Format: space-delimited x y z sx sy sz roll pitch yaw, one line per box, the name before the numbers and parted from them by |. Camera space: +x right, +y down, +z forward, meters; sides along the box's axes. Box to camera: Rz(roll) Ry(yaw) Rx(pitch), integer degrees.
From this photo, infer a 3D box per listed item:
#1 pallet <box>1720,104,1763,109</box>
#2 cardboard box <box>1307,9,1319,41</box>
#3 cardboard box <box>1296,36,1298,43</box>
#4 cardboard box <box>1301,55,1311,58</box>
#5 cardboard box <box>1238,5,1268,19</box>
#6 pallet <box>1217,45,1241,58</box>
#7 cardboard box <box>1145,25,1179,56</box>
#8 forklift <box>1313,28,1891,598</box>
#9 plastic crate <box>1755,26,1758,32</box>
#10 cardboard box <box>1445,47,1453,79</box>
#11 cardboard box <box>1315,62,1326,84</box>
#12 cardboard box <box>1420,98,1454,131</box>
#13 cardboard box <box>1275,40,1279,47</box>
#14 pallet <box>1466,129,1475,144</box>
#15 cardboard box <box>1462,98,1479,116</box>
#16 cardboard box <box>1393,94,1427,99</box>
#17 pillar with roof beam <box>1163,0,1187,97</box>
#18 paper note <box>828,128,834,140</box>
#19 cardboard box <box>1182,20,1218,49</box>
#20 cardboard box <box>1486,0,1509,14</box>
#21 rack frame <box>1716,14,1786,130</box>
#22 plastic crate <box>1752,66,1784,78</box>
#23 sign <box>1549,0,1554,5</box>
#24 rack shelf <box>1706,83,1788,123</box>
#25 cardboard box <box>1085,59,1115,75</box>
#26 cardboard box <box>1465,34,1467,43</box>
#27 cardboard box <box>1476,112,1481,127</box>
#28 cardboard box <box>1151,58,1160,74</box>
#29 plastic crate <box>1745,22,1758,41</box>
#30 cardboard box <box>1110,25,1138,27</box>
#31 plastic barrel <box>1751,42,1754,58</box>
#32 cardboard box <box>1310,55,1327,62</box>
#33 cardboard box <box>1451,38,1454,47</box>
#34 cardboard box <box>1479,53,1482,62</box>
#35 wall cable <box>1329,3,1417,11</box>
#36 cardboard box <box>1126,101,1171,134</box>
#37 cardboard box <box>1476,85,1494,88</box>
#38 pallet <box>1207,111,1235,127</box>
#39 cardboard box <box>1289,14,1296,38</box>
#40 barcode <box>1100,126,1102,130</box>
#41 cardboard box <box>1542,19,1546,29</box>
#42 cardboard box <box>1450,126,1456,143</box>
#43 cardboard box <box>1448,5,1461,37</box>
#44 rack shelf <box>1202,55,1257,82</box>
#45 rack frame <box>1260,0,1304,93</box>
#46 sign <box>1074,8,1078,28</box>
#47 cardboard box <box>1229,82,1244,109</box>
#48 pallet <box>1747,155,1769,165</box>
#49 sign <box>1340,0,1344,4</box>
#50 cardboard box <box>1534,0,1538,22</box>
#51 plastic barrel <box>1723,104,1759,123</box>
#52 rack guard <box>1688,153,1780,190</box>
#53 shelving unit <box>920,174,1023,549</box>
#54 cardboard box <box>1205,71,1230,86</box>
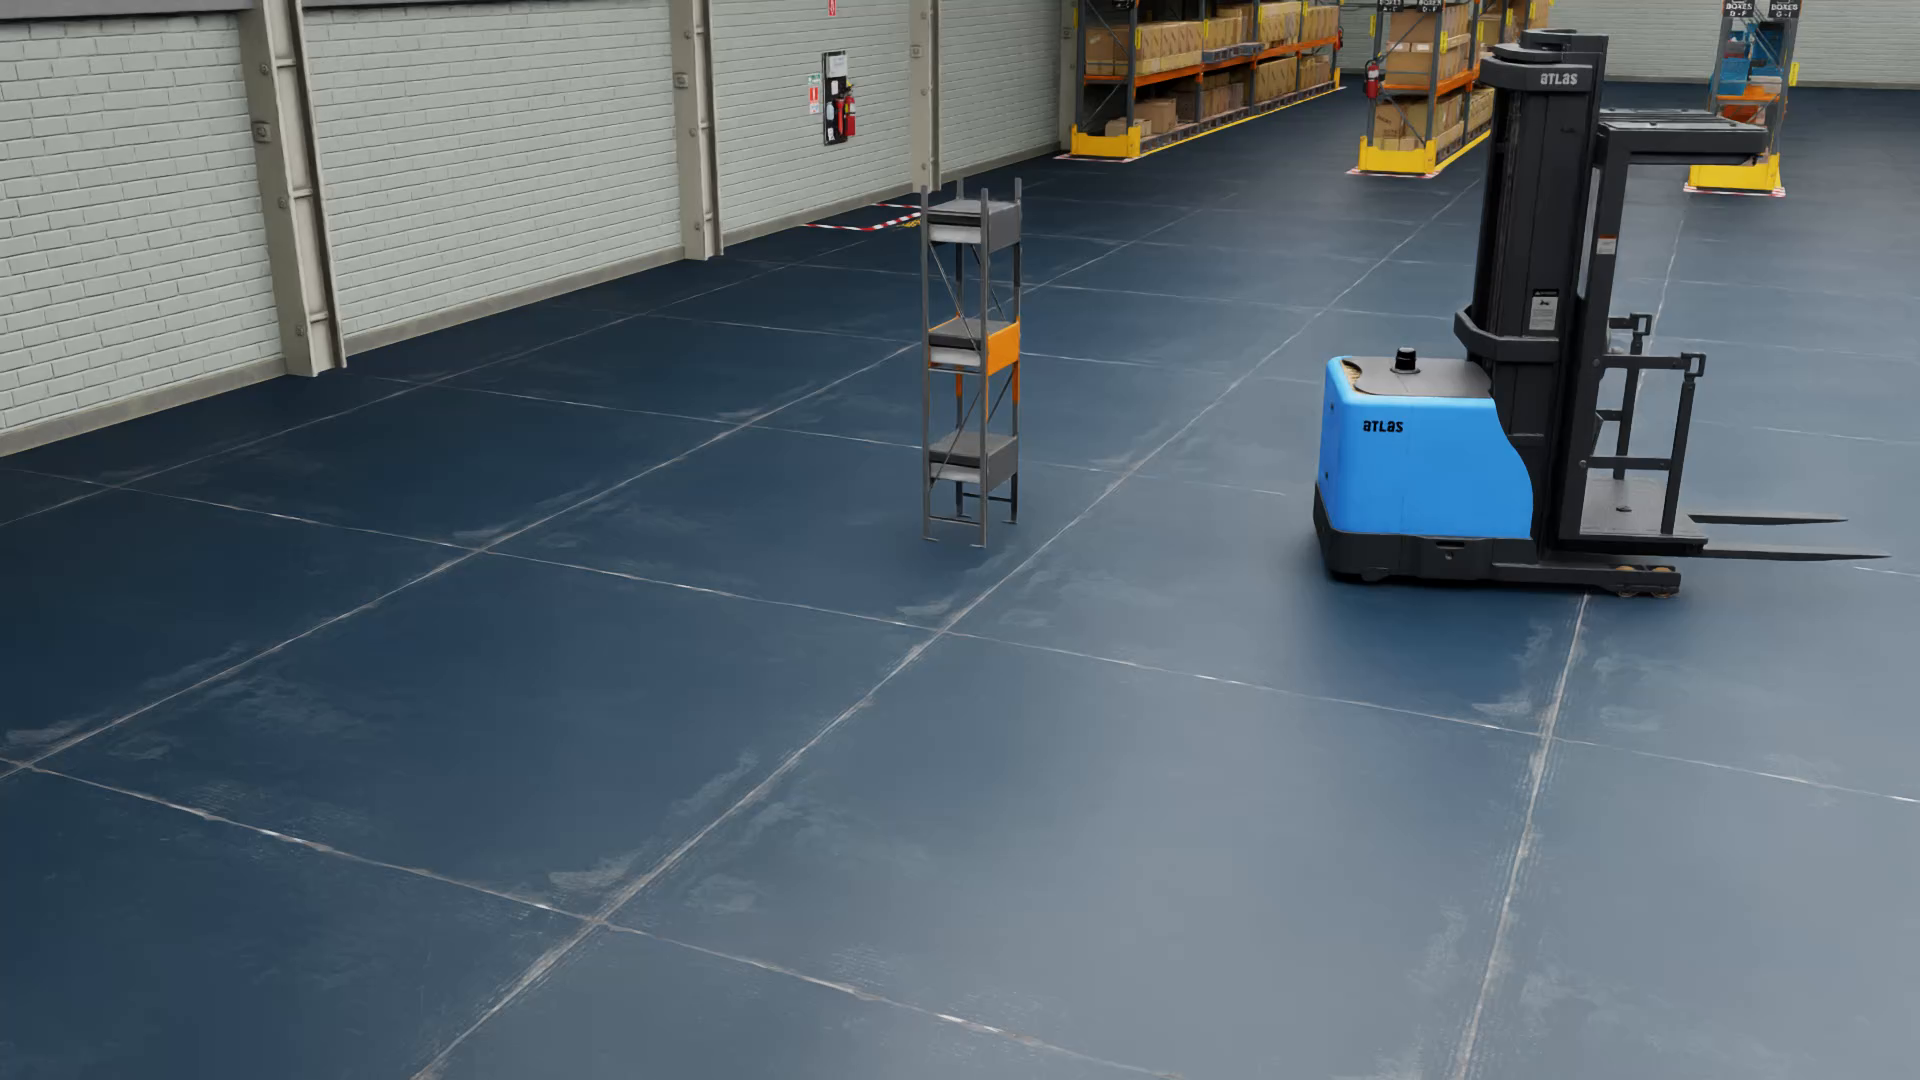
pallet | 16.679 -9.237 35.628 1.003 0.211 1.213 9 21 23
cardboard box | 7.916 -12.208 39.371 0.980 0.700 0.700 8 21 21
cardboard box | 7.495 -11.429 37.975 0.380 0.149 0.250 9 21 23
cardboard box | 8.480 -11.912 41.123 0.380 0.149 0.250 9 21 23
cardboard box | 6.170 -11.120 35.018 0.500 0.250 0.500 9 22 24
pallet | 4.964 -9.756 33.212 1.003 0.211 1.213 9 21 23
cardboard box | 3.560 -8.875 29.523 0.500 0.500 0.500 9 22 24
forklift | 3.610 -1.251 9.111 3.031 2.935 1.130 2 20 6
plastic crate | 17.008 -10.618 35.164 0.402 0.464 0.583 9 21 23
cardboard box | 7.816 -7.995 27.824 0.700 0.500 0.500 9 22 24
cardboard box | 8.613 -11.543 41.052 0.700 0.500 0.500 8 21 23
cardboard box | 8.021 -7.181 28.041 0.500 0.500 0.500 9 21 23
cardboard box | 6.815 -10.967 36.676 0.380 0.149 0.250 9 22 24
pallet | 8.886 -7.473 30.667 1.003 0.211 1.213 9 21 23
cardboard box | 9.226 -7.967 30.535 0.500 0.311 0.500 8 21 22
cardboard box | 7.735 -7.407 28.679 0.500 0.500 0.500 9 21 23
pillar with roof beam | 8.343 -12.415 31.448 9.100 9.000 0.400 9 21 23
paper note | -1.681 -5.301 21.712 0.016 0.148 0.142 9 21 23
cardboard box | 4.574 -9.810 32.271 0.700 0.500 0.500 11 22 28
cardboard box | 11.867 -11.710 36.778 0.500 0.500 0.500 9 21 23
rack frame | 14.775 -9.098 31.075 1.000 3.000 0.127 9 21 23
plastic crate | 12.932 -7.430 26.606 0.499 0.251 0.616 9 21 23
sign | 14.032 -12.837 39.388 0.100 0.325 0.005 9 21 23
rack shelf | 12.318 -6.925 26.038 1.077 0.370 4.000 9 21 23
cardboard box | 2.476 -8.120 28.519 0.500 0.250 0.500 9 21 23
cardboard box | 8.601 -8.721 28.898 0.380 0.149 0.250 8 21 22
cardboard box | 9.431 -7.863 31.078 0.500 0.250 0.500 8 21 21
cardboard box | 3.150 -8.217 28.792 0.500 0.250 0.500 8 21 21
plastic crate | 18.085 -11.461 37.576 0.616 0.435 0.499 9 21 23
cardboard box | 2.883 -8.789 29.279 0.500 0.500 0.500 8 21 21
plastic barrel | 14.030 -8.426 28.983 0.433 0.535 0.433 0 20 0
cardboard box | 8.827 -11.859 40.973 0.380 0.149 0.250 9 22 24
cardboard box | 7.969 -8.246 27.563 0.380 0.149 0.250 9 21 23
cardboard box | 9.787 -9.263 31.914 0.380 0.149 0.250 10 22 27
wall cable | 11.655 -15.947 46.013 3.097 2.526 0.112 9 21 23
cardboard box | 3.406 -7.632 30.028 0.700 0.500 0.500 7 21 19
cardboard box | 10.705 -8.909 33.616 0.500 0.500 0.500 10 22 25
pallet | 4.915 -8.533 33.649 1.003 0.211 1.213 9 21 23
cardboard box | 7.216 -11.544 37.330 0.500 0.500 0.500 9 21 23
barcode | 2.469 -7.216 29.126 0.001 0.075 0.075 9 21 23
cardboard box | 13.389 -11.938 38.912 0.500 0.500 0.500 9 21 23
cardboard box | 8.224 -6.981 28.597 0.500 0.250 0.500 9 21 23
cardboard box | 8.032 -8.770 28.068 0.700 0.500 0.500 9 21 23
rack shelf | 4.918 -9.507 33.299 1.077 0.370 4.000 9 21 23
rack frame | 7.375 -11.680 38.336 1.000 3.000 0.127 9 21 23
sign | 1.963 -8.789 28.005 0.100 0.325 0.005 9 21 23
cardboard box | 5.490 -9.260 34.604 0.700 0.500 0.500 9 21 23
pallet | 12.326 -5.988 26.491 1.003 0.211 1.213 9 21 23
sign | 9.502 -13.482 41.319 0.100 0.325 0.005 9 21 23
cardboard box | 12.556 -11.783 36.984 0.500 0.500 0.500 8 21 21
plastic barrel | 14.960 -8.425 31.796 0.600 0.830 0.708 9 21 23
rack guard | 11.488 -5.505 24.701 1.175 0.500 0.348 9 21 23
shelving unit | 0.068 -1.040 9.759 0.431 2.100 0.503 9 21 23
cardboard box | 5.199 -9.448 34.012 0.500 0.250 0.500 9 21 24
